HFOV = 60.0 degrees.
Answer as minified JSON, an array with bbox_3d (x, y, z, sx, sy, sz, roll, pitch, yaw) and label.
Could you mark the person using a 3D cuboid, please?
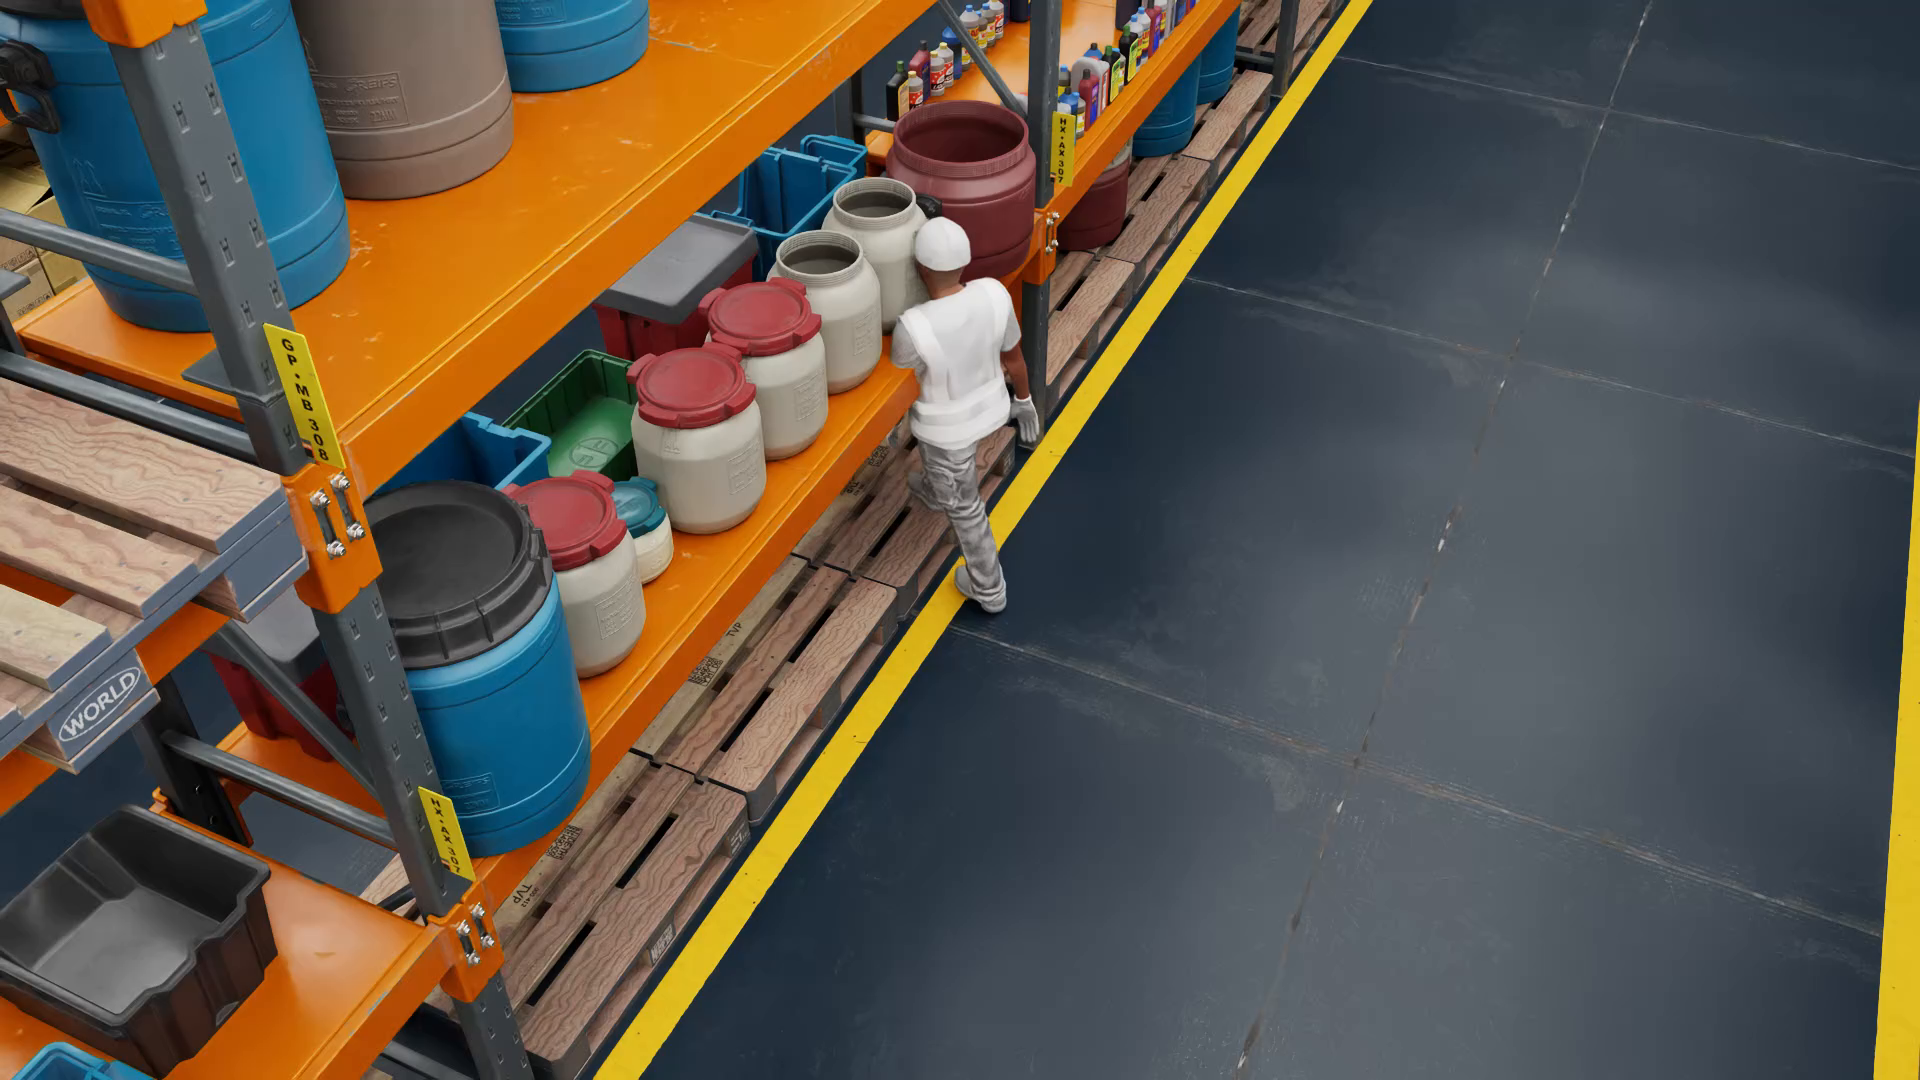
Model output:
[{"bbox_3d":[-0.091,-0.547,6.725,0.590,1.762,0.801,-30,50,-29],"label":"person"}]
